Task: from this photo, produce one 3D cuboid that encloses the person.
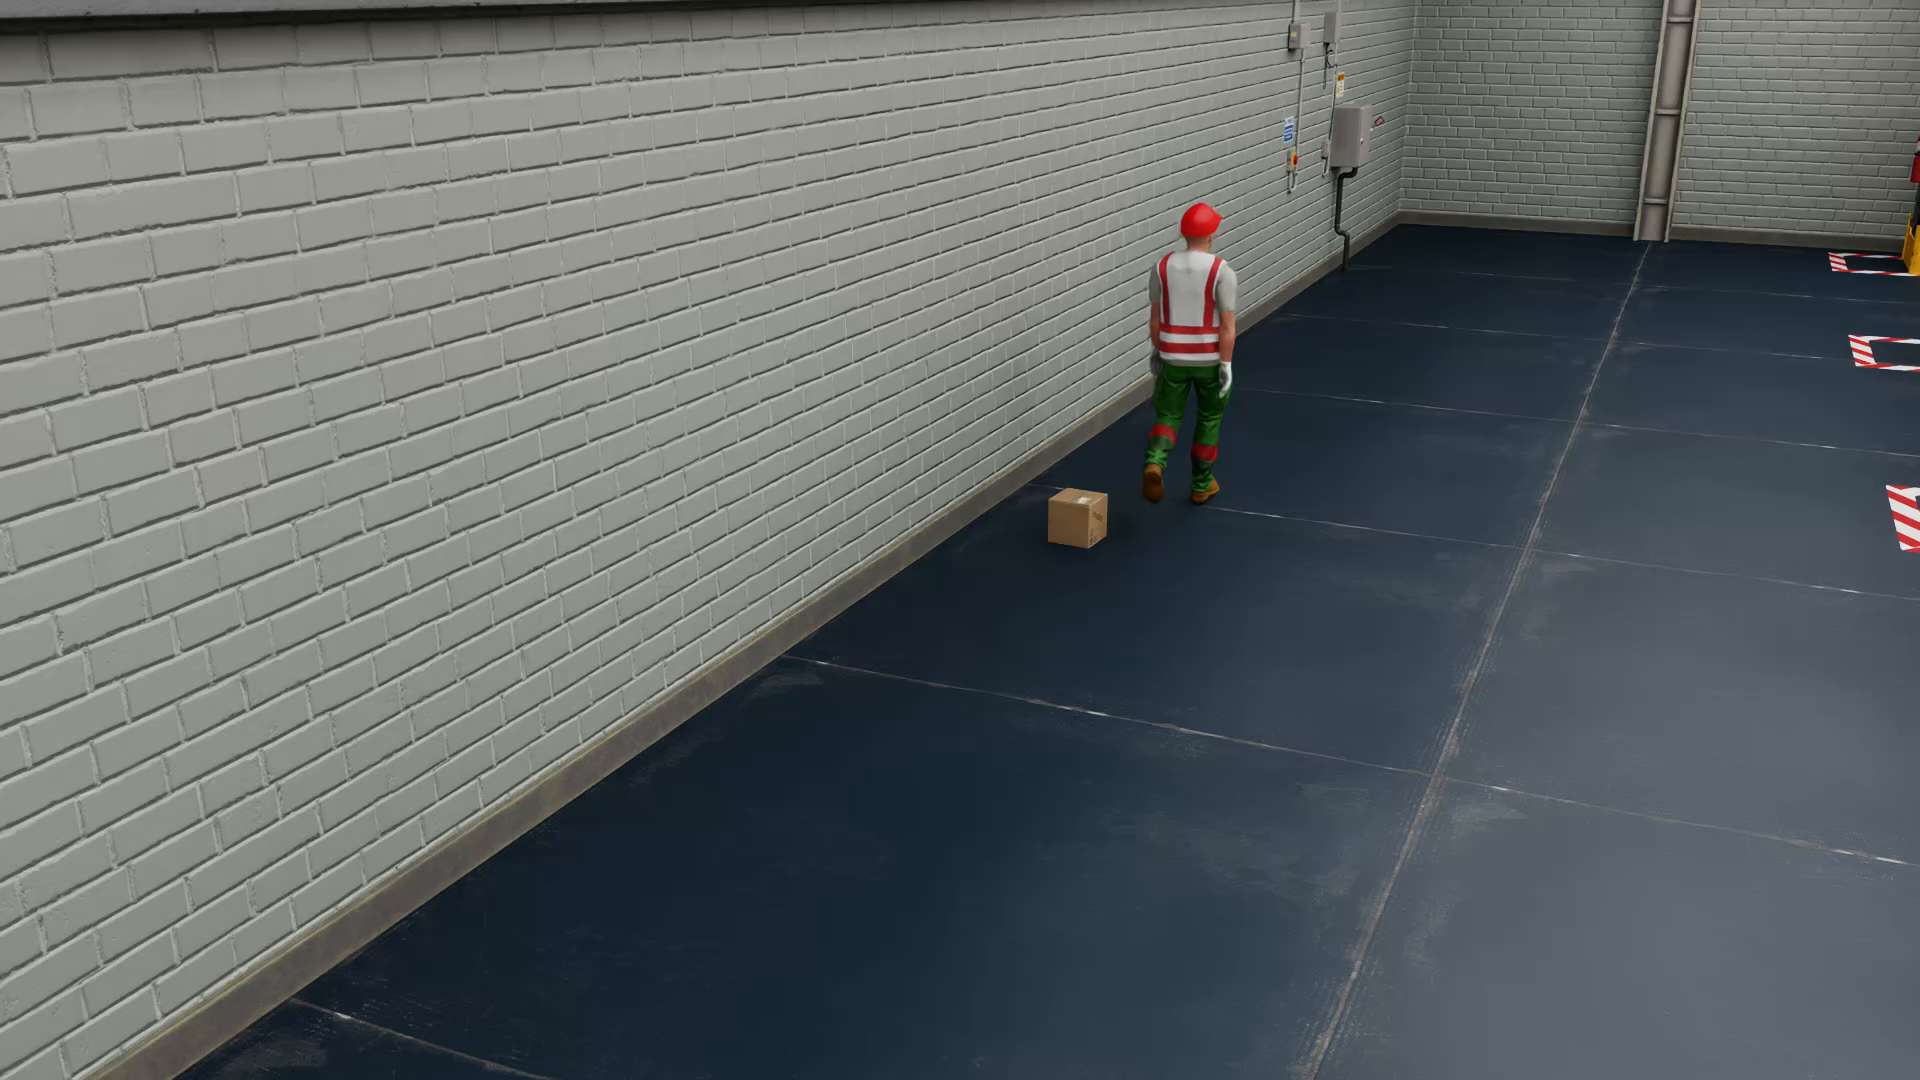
[{"bbox_3d":[1.311,-1.035,9.520,0.540,1.768,0.800,8,20,21],"label":"person"}]
